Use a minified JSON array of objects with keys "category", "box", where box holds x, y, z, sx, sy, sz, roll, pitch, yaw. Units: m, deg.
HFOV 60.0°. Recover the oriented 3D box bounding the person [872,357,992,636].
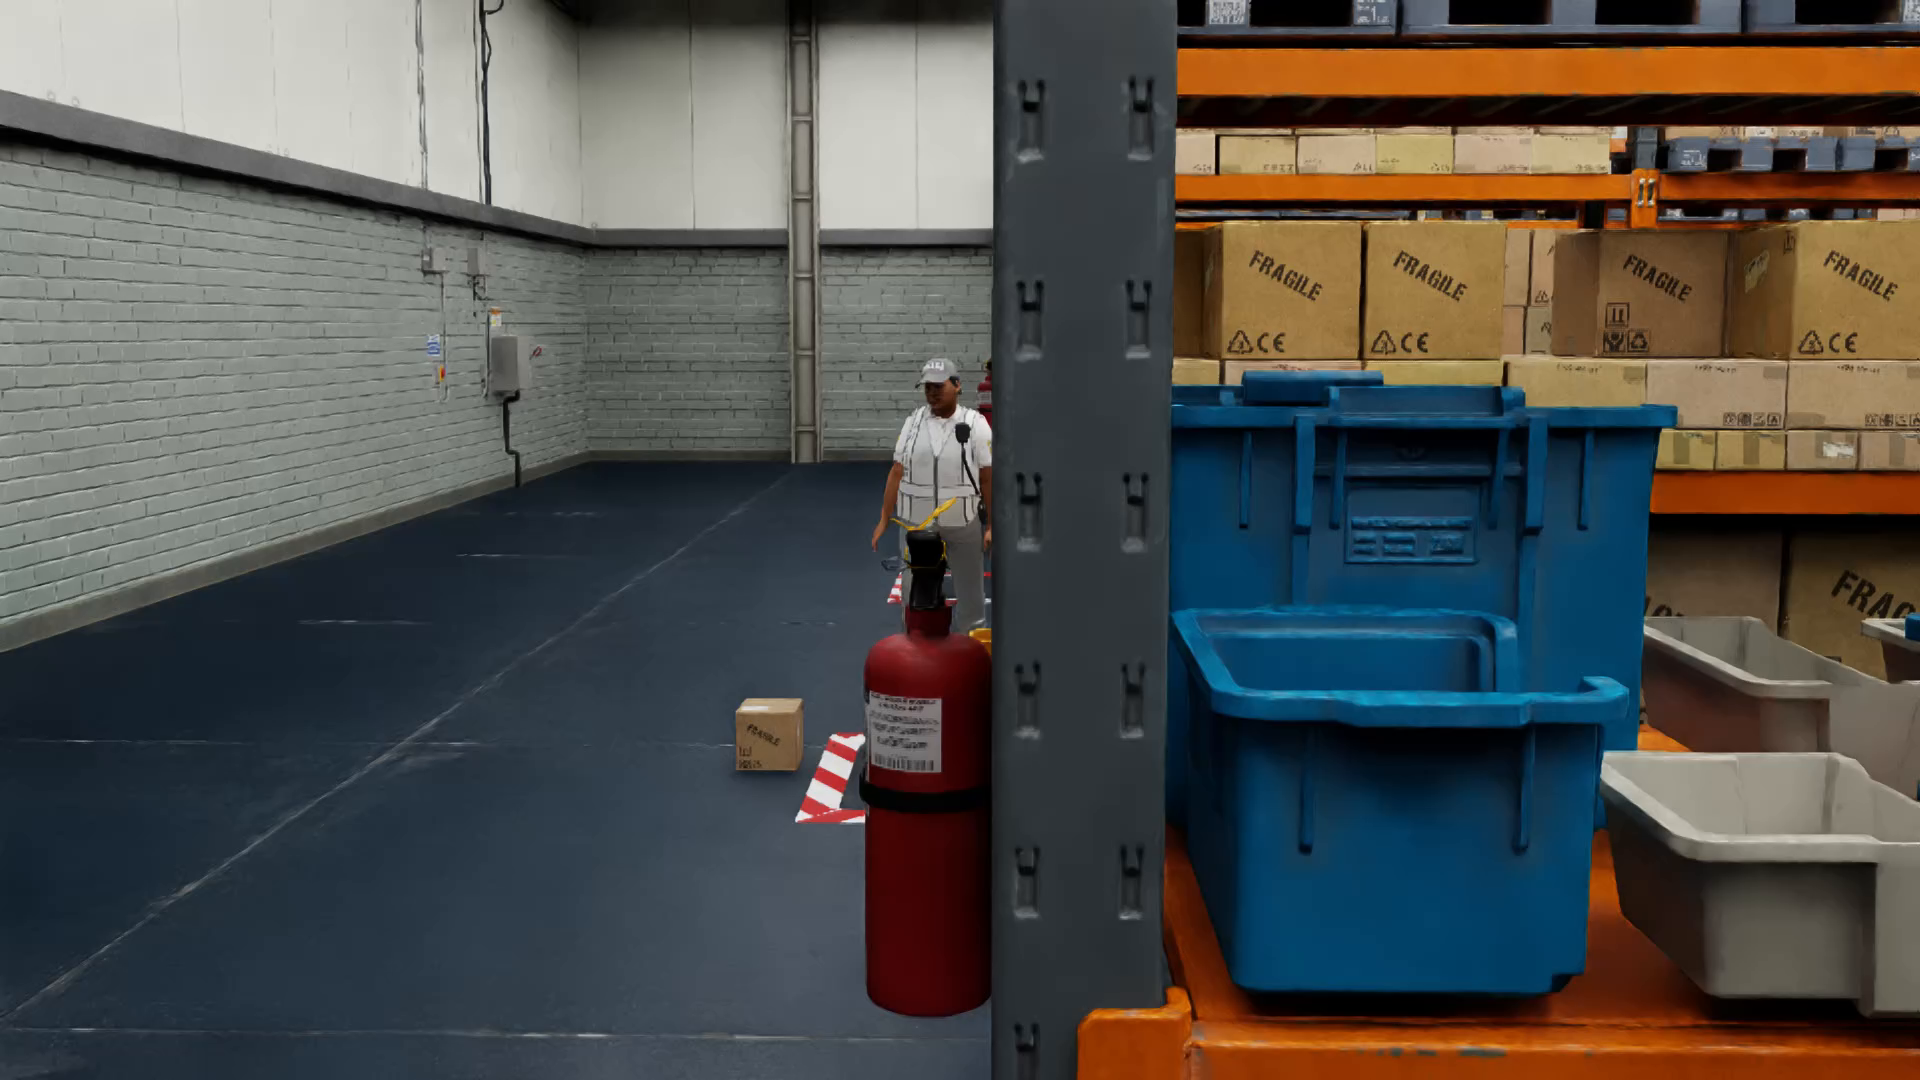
[{"category":"person","box":[-0.101,-0.064,8.155,0.671,1.652,0.554,1,7,6]}]
